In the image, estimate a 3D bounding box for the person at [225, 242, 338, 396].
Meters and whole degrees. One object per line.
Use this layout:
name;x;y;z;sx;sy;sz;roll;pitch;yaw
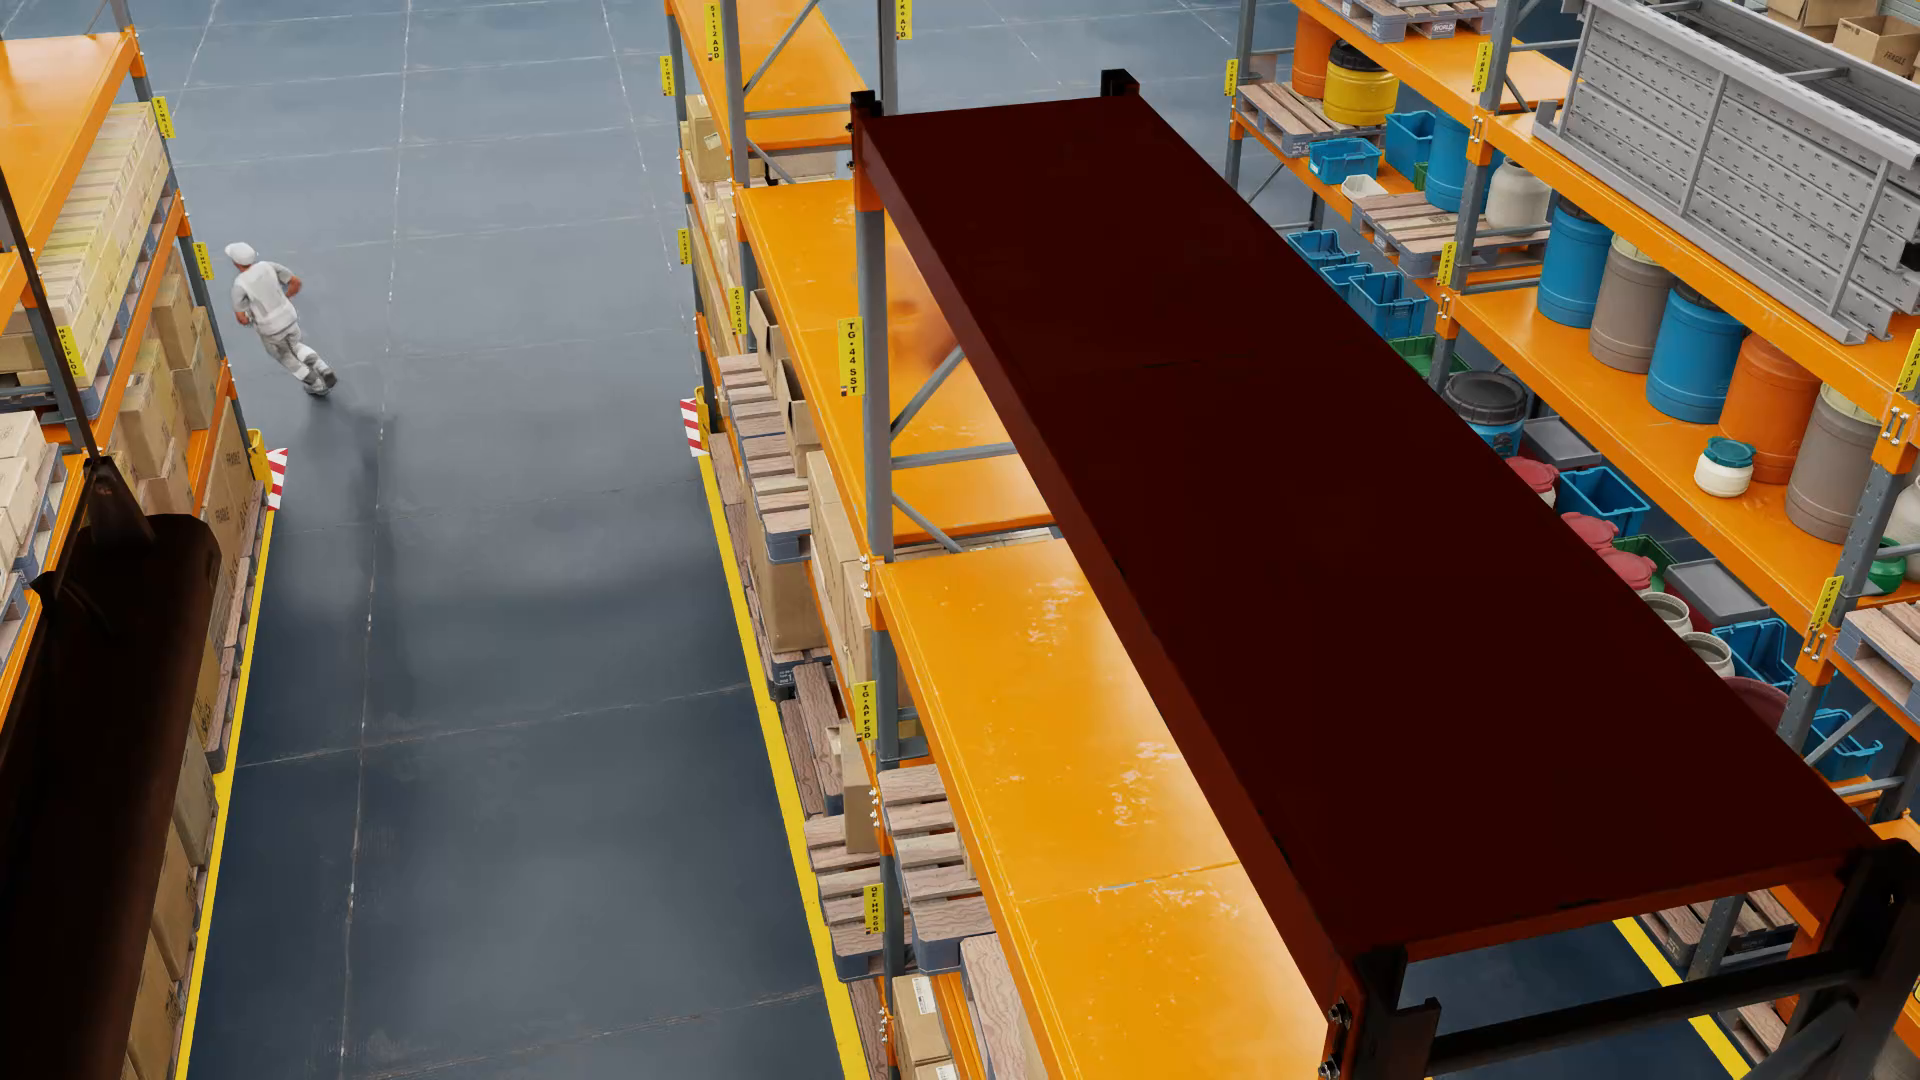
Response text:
person;-6.394;-2.016;15.534;0.610;1.690;0.720;22;40;28
